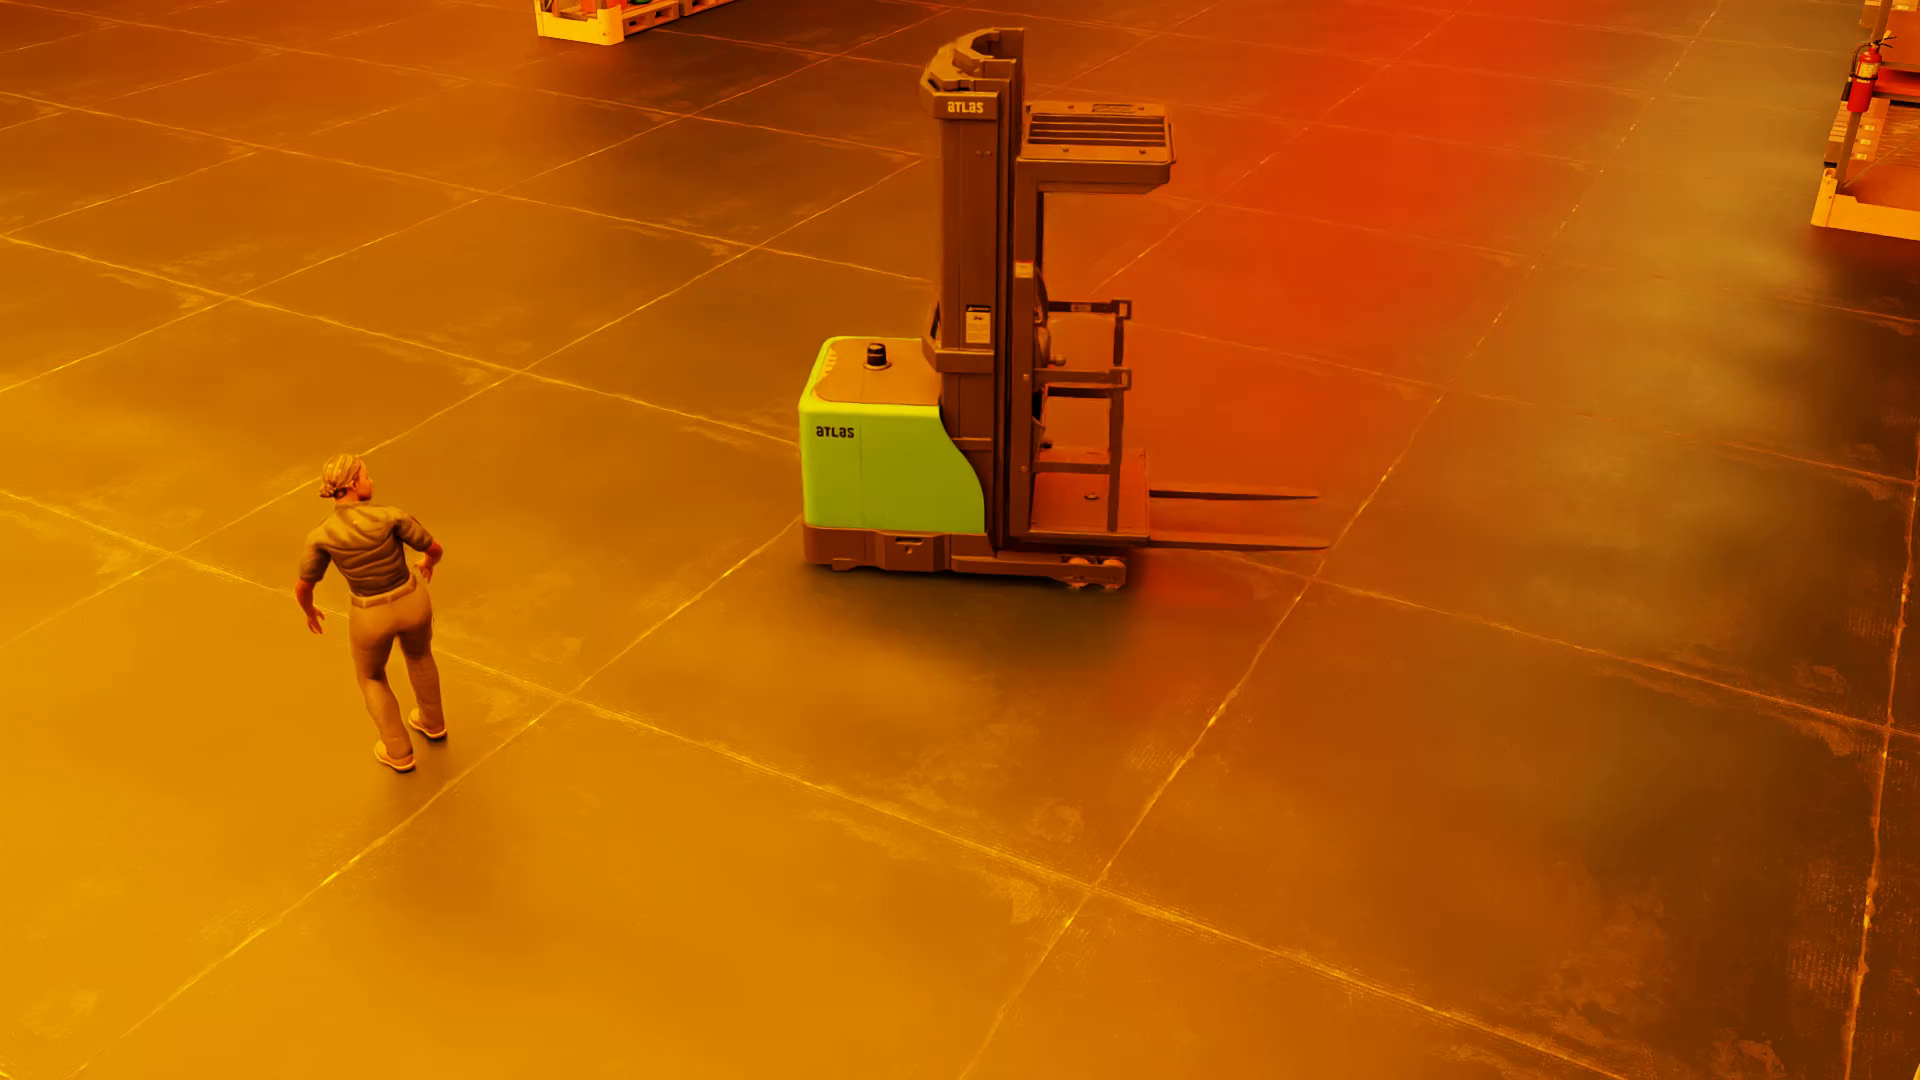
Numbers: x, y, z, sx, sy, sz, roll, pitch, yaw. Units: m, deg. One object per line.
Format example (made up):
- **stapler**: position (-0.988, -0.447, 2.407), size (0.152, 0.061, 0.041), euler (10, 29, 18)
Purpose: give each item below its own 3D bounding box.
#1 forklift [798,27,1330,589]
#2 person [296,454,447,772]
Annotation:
- **forklift**: position (0.634, -1.268, 9.268), size (3.031, 2.935, 1.130), euler (2, 30, 4)
- **person**: position (-2.754, 0.326, 7.836), size (0.655, 1.621, 0.463), euler (-17, 34, -26)
